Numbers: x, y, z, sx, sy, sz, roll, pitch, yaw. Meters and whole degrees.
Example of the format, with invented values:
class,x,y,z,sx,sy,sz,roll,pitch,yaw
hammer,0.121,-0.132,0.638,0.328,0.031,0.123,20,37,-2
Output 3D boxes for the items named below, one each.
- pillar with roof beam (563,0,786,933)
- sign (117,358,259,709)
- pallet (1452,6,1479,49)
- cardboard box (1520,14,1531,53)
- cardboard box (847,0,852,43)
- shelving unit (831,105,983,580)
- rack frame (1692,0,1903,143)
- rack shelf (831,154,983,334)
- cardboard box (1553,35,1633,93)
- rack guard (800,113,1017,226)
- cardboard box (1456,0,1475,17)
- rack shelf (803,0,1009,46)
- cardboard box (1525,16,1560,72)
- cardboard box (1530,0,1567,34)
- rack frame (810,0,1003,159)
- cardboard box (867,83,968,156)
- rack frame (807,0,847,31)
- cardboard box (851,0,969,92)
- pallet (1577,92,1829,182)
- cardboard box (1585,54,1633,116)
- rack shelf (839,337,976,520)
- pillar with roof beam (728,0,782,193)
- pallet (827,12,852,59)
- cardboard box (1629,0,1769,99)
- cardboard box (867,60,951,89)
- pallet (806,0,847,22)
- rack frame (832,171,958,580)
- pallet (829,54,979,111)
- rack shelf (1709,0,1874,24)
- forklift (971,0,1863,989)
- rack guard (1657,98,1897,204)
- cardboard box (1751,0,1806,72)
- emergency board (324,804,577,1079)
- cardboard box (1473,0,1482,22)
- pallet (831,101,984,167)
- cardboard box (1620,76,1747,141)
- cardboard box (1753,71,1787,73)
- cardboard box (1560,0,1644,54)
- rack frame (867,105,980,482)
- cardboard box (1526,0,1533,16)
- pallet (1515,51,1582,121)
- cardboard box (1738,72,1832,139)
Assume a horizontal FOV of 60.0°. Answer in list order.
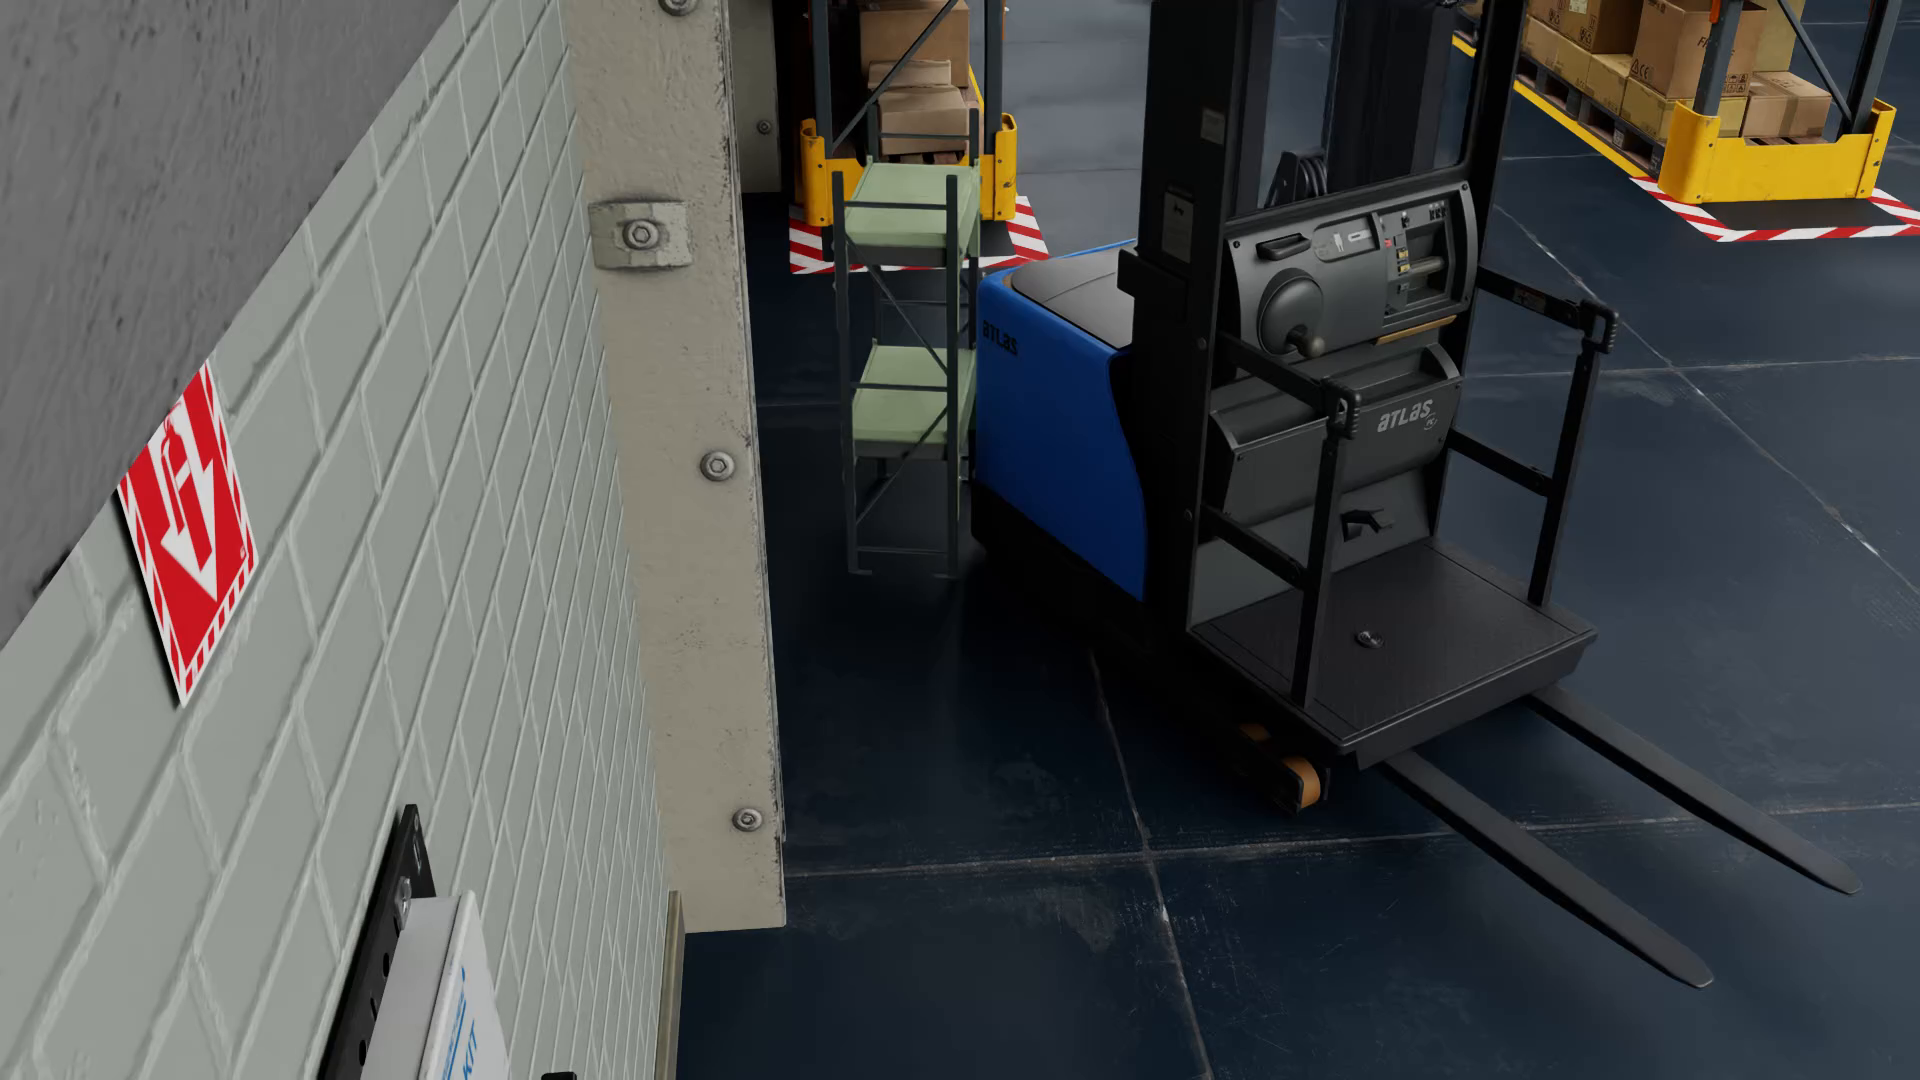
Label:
class,x,y,z,sx,sy,sz,roll,pitch,yaw
pillar with roof beam,3.643,-3.118,2.695,9.100,9.000,0.400,-3,31,-5
sign,-0.549,-0.059,1.164,0.001,0.298,0.199,-3,31,-5
pallet,4.313,-3.760,12.340,1.003,0.211,1.213,-3,31,-5
cardboard box,4.106,-3.603,11.629,0.500,0.250,0.500,-3,31,-5
cardboard box,-0.514,-3.714,11.551,0.500,0.500,0.500,-5,31,-8
shelving unit,-0.169,-0.702,5.963,0.431,1.500,0.755,3,31,5
rack frame,4.655,-3.323,8.889,1.000,3.000,0.127,-3,31,-5
rack shelf,-0.169,-1.037,5.763,0.431,0.370,0.720,3,31,5
cardboard box,4.203,-3.093,10.774,0.500,0.250,0.500,-3,31,-5
rack guard,-0.284,-2.050,9.194,1.175,0.500,0.348,-3,31,-5
cardboard box,4.022,-4.114,12.484,0.500,0.250,0.500,-3,31,-5
rack shelf,-0.464,-3.796,10.382,1.077,0.370,4.000,-3,31,-5
cardboard box,4.158,-3.348,11.202,0.500,0.250,0.500,-3,31,-5
cardboard box,4.155,-3.670,11.009,0.500,0.500,0.500,-3,31,-5
rack frame,-0.277,-3.084,8.488,1.000,3.000,0.127,-3,31,-5
cardboard box,-0.252,-2.476,9.663,0.500,0.311,0.500,-6,31,-10
rack frame,-0.651,-5.126,11.907,1.000,3.000,0.127,-3,31,-5
cardboard box,-0.324,-3.225,10.733,0.700,0.500,0.500,-5,31,-8
pallet,4.541,-2.515,10.254,1.003,0.211,1.213,-3,31,-5
cardboard box,4.252,-2.837,10.347,0.500,0.250,0.500,-3,31,-5
rack shelf,-0.169,-0.422,6.130,0.431,0.370,0.720,3,31,5
pillar with roof beam,3.082,-6.182,7.824,9.100,9.000,0.400,-3,31,-5
pallet,-0.553,-3.588,12.051,1.003,0.211,1.213,-3,31,-5
cardboard box,4.308,-2.905,9.728,0.500,0.500,0.500,-3,31,-5
cardboard box,-0.305,-2.767,10.151,0.500,0.311,0.500,0,31,0
pallet,-0.725,-4.327,13.288,1.003,0.211,1.213,-3,31,-5
rack frame,-0.208,-0.516,5.651,0.400,1.500,0.023,3,31,5
pallet,-0.436,-2.964,11.006,1.003,0.211,1.213,-3,31,-5
rack shelf,4.468,-4.036,10.783,1.077,0.370,4.000,-3,31,-5
forklift,1.254,-0.733,4.620,1.130,2.935,3.031,-18,35,-27
rack guard,4.657,-2.238,9.509,1.175,0.500,0.348,-3,31,-5
cardboard box,4.777,-3.185,10.197,0.500,0.500,0.500,-3,31,-5
emergency board,-0.450,0.927,1.773,0.194,1.169,0.643,-3,31,-5
cardboard box,4.064,-3.859,12.057,0.500,0.250,0.500,-3,31,-5
pallet,-0.325,-2.342,9.965,1.003,0.211,1.213,-3,31,-5
cardboard box,4.310,-2.583,9.921,0.500,0.250,0.500,-3,31,-5
cardboard box,4.776,-2.863,10.389,0.500,0.250,0.500,-3,31,-5
cardboard box,4.200,-3.414,10.582,0.500,0.500,0.500,-3,31,-5
rack frame,-0.131,-0.889,6.276,0.400,1.500,0.023,3,31,5
cardboard box,4.106,-3.925,11.436,0.500,0.500,0.500,-3,31,-5
pallet,4.431,-3.136,11.294,1.003,0.211,1.213,-3,31,-5
cardboard box,4.826,-2.608,9.962,0.500,0.250,0.500,-3,31,-5
